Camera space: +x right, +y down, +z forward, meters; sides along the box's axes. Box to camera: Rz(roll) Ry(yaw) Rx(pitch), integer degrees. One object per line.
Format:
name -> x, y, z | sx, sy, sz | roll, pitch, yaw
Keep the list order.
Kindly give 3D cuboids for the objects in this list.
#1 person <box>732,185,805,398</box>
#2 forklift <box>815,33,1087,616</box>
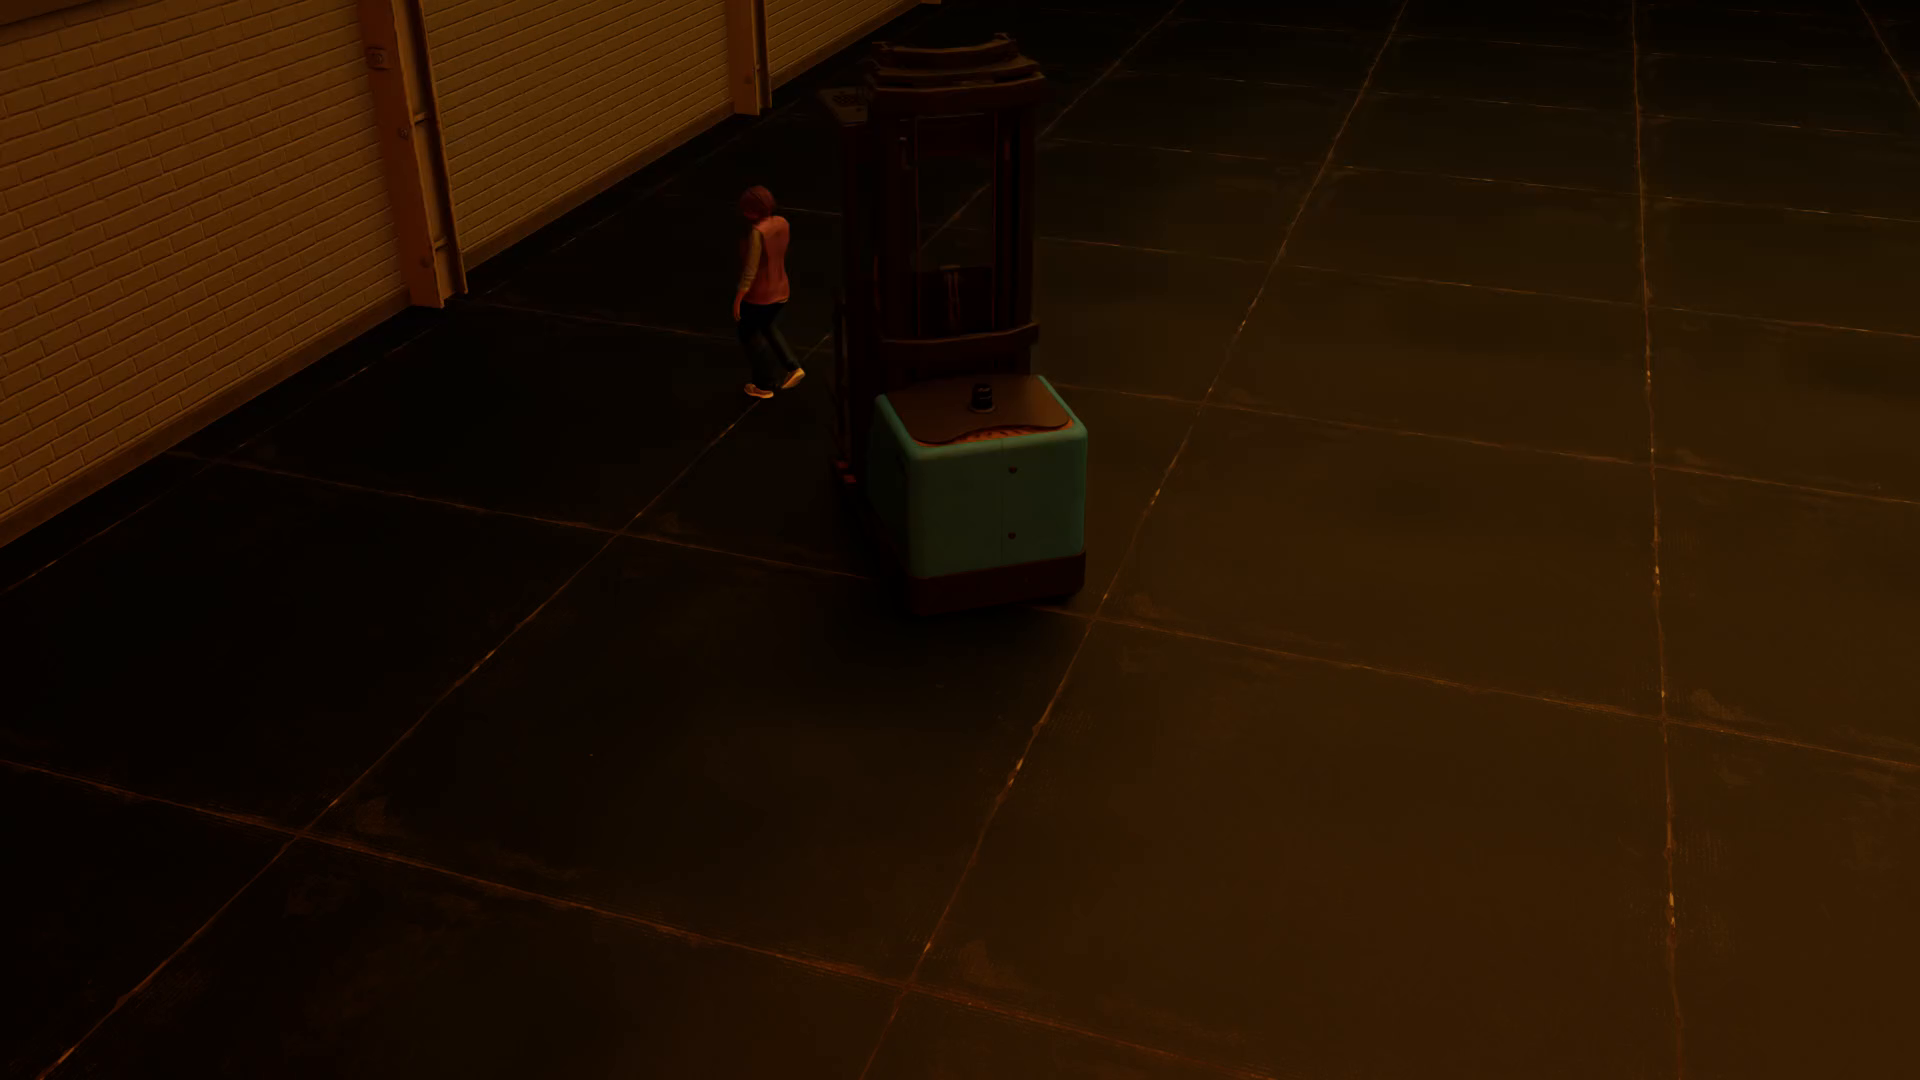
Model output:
person -> -1.395, -1.687, 11.499 | 0.481, 1.553, 0.623 | 24, 37, 35
forklift -> -0.199, -1.571, 9.893 | 1.130, 2.935, 3.031 | -8, 31, -14
